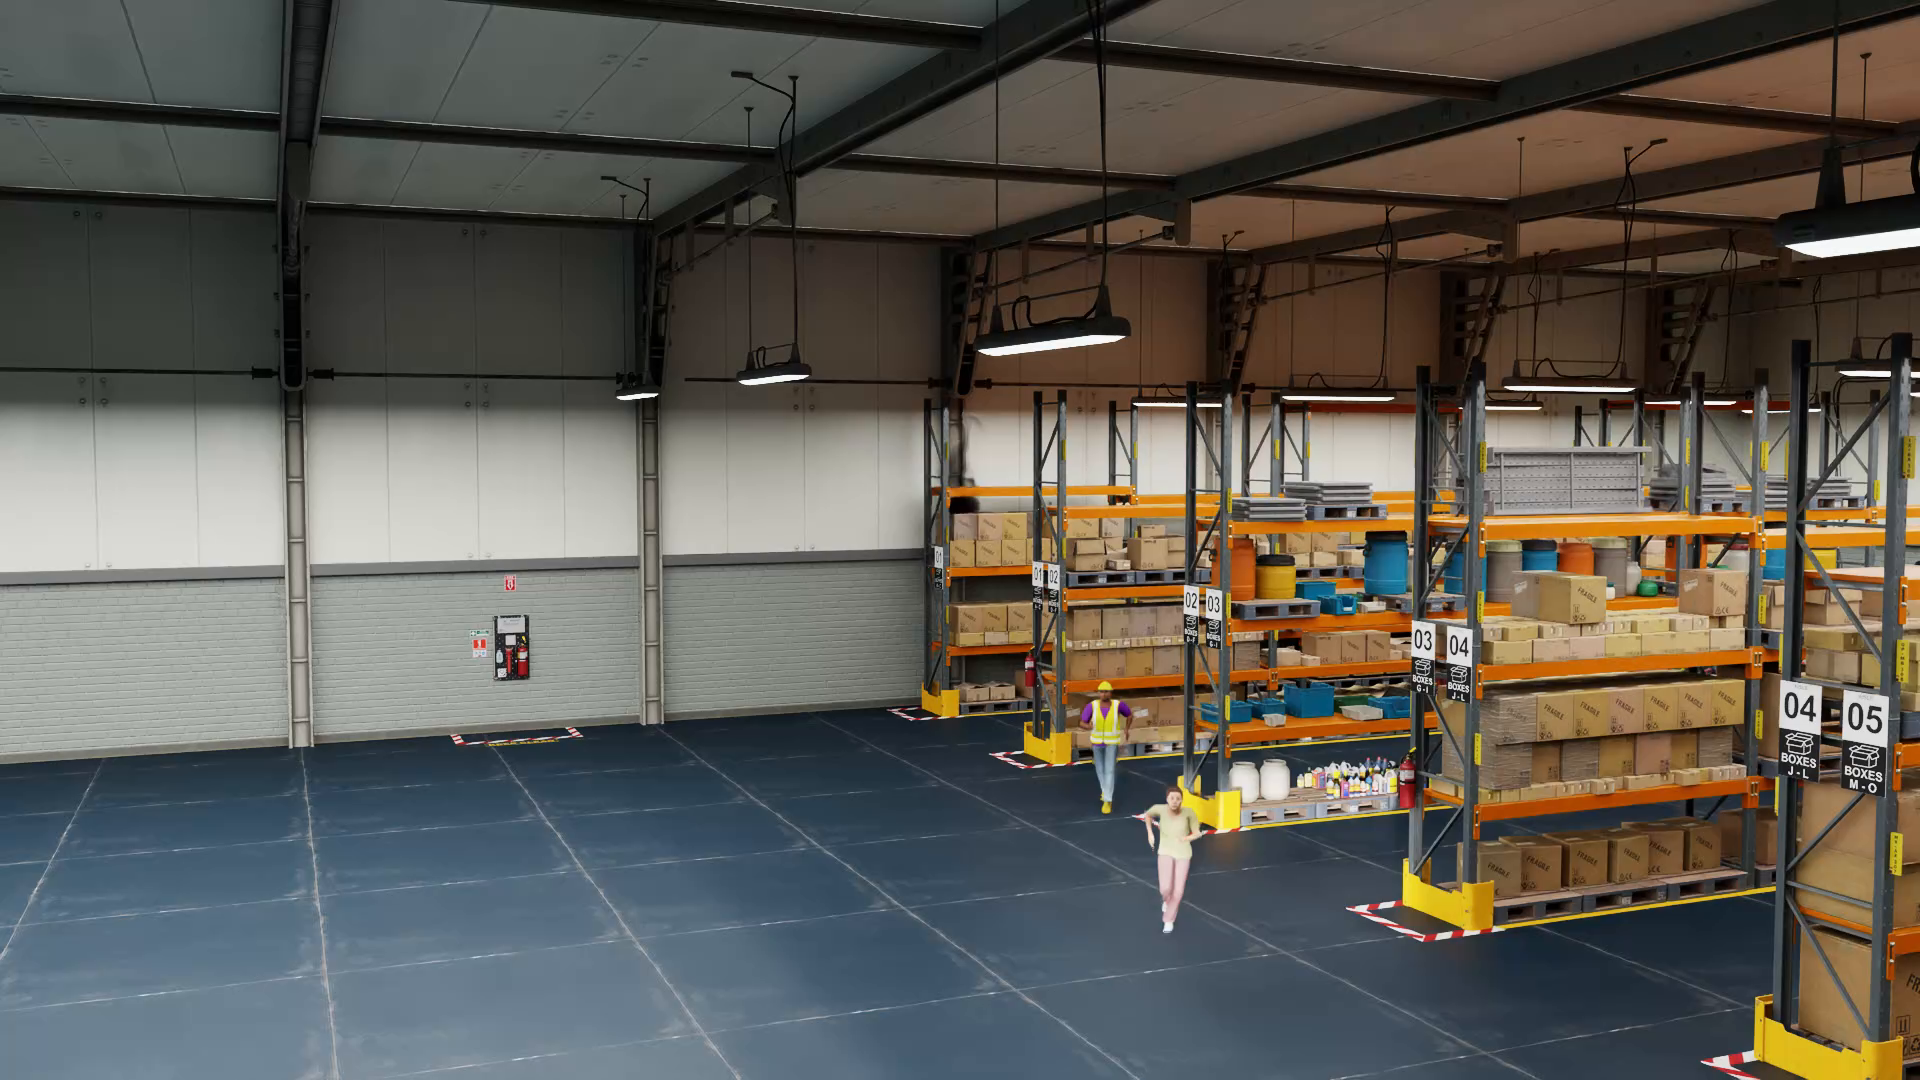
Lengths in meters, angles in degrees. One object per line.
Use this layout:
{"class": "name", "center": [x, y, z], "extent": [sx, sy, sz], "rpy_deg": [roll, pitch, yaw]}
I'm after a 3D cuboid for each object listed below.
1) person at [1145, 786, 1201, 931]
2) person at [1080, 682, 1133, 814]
{"class": "person", "center": [2.232, 3.344, 17.447], "extent": [0.569, 1.594, 0.681], "rpy_deg": [0, 3, 4]}
{"class": "person", "center": [2.035, 2.869, 23.390], "extent": [0.703, 1.769, 0.962], "rpy_deg": [1, 4, 17]}
